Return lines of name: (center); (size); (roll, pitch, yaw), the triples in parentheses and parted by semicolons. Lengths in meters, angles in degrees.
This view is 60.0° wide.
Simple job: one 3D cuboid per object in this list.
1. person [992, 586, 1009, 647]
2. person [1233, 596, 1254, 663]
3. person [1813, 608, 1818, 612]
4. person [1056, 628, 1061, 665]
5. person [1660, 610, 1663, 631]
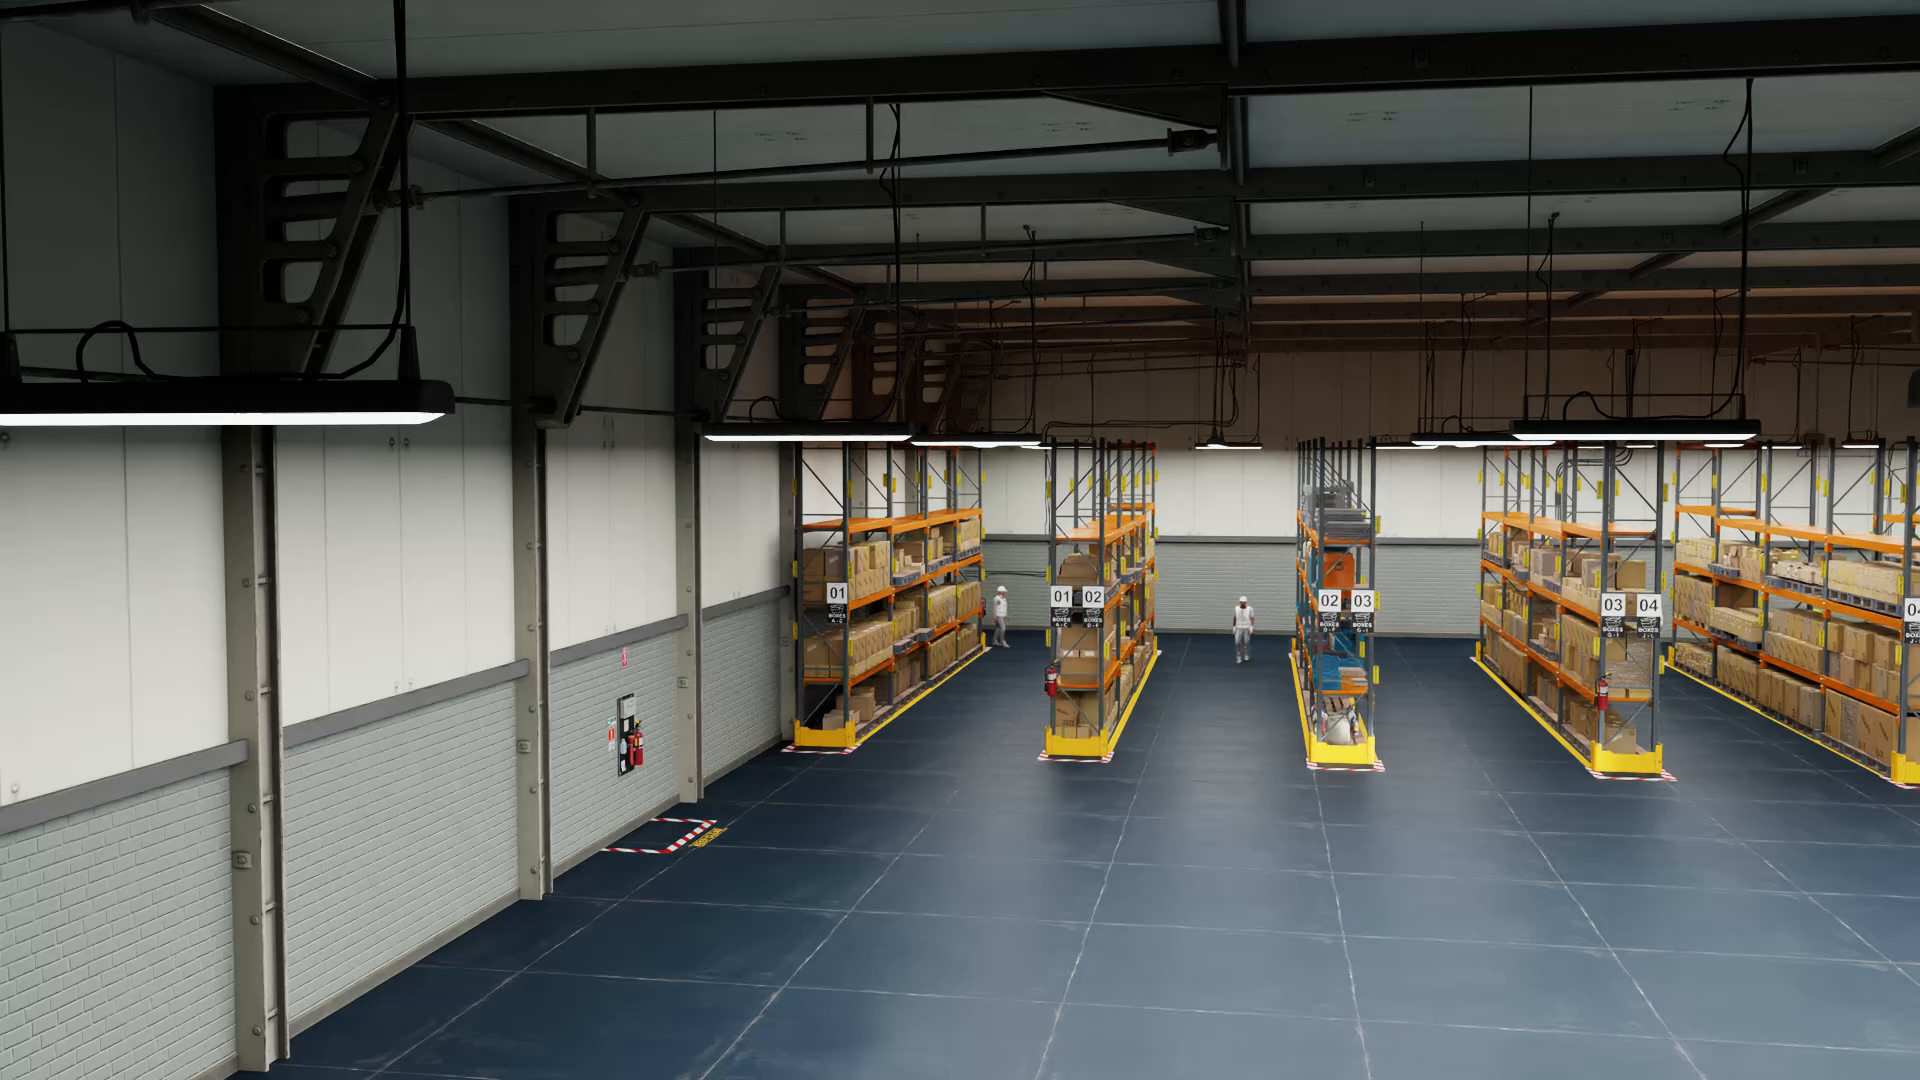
person: (1.226, 2.255, 49.020); (0.624, 1.790, 0.575); (1, 3, 24)
person: (7.737, 2.451, 45.398); (0.605, 1.837, 0.522); (1, 3, 20)
person: (22.237, 2.613, 43.154); (0.659, 1.660, 0.864); (-1, 3, -25)
person: (2.755, 2.533, 44.447); (0.462, 1.633, 0.947); (1, 3, 21)
person: (19.381, 2.372, 46.688); (0.650, 1.716, 1.207); (3, 4, 41)
